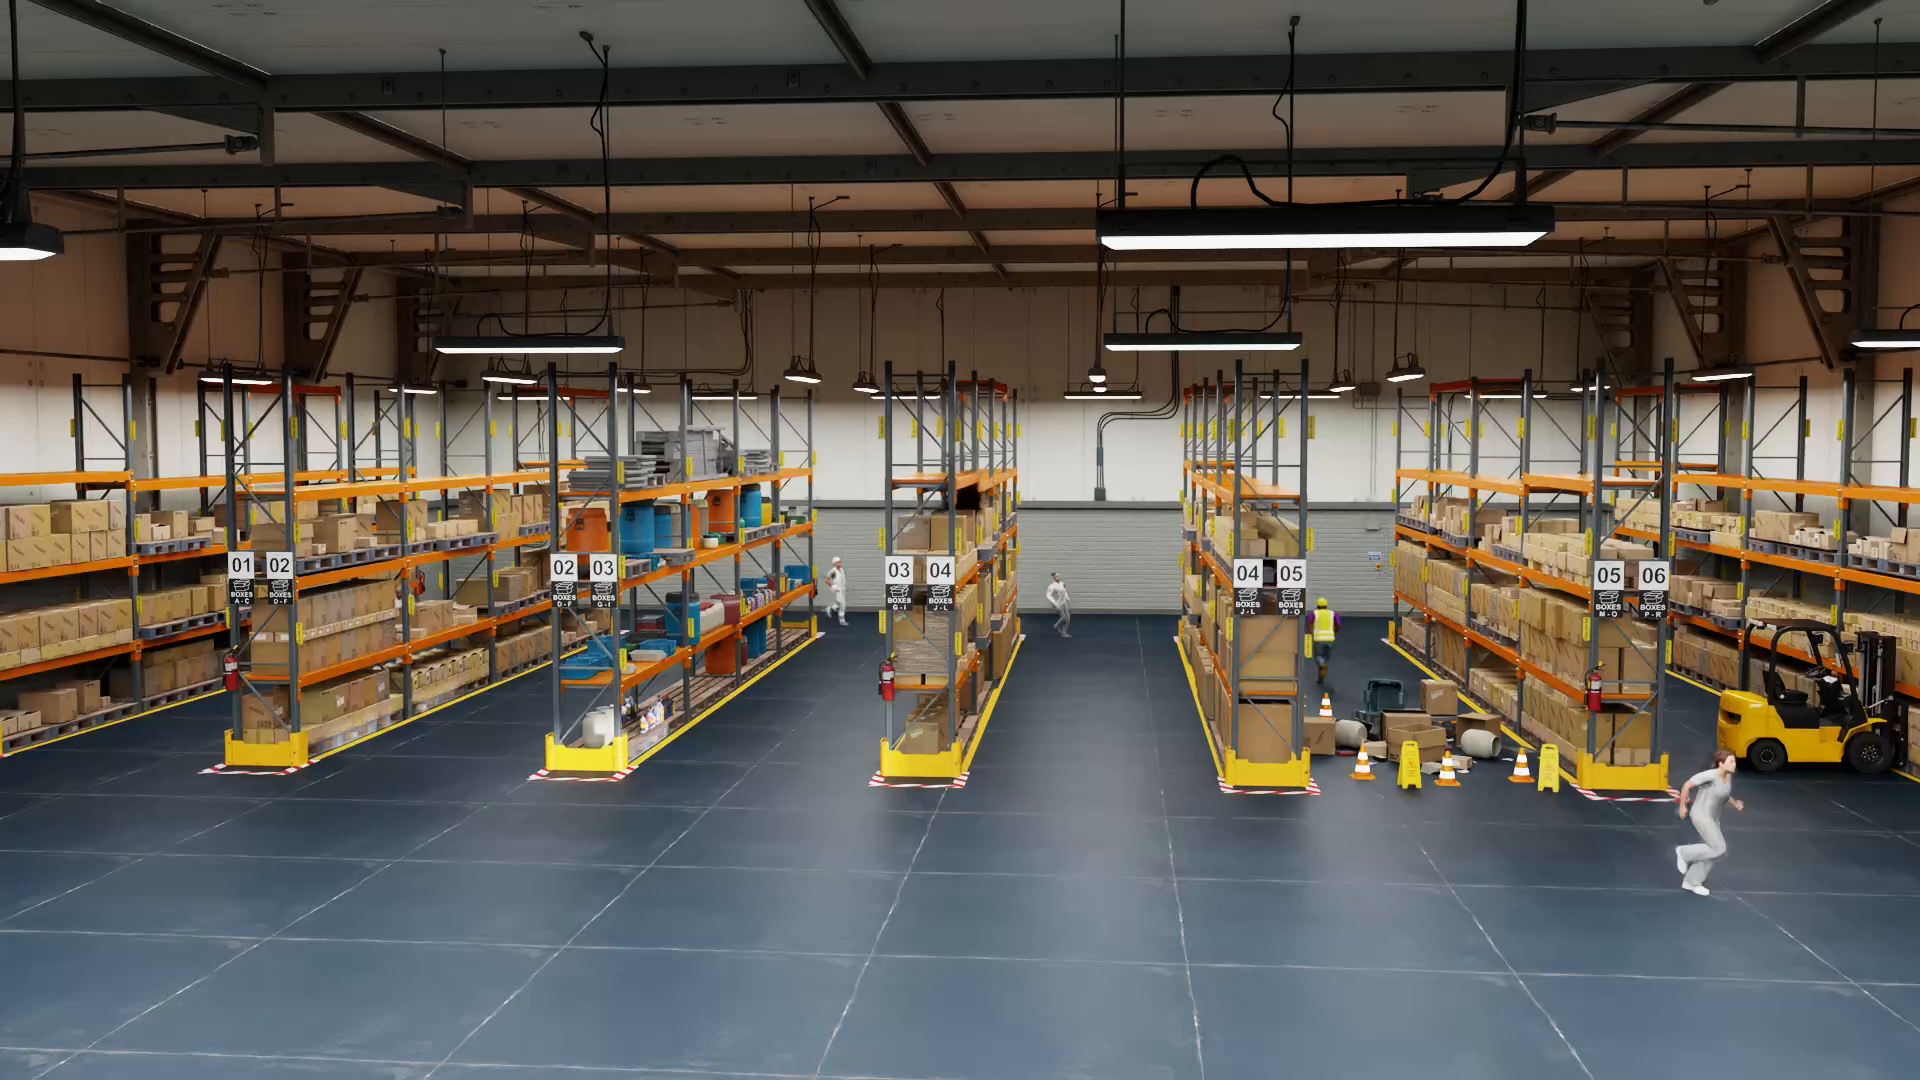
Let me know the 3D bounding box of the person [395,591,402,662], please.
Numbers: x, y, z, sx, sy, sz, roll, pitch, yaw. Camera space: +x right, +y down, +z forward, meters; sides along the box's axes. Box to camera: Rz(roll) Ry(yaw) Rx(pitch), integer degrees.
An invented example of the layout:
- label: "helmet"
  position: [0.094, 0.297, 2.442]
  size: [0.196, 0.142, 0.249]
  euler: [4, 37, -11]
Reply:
- label: "person"
  position: [-12.182, 1.828, 36.261]
  size: [0.592, 1.622, 0.762]
  euler: [0, 4, -4]

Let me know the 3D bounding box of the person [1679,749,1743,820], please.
- label: "person"
  position: [8.134, 2.637, 17.899]
  size: [0.553, 0.791, 0.578]
  euler: [-3, 5, -40]

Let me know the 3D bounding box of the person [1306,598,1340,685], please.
- label: "person"
  position: [7.156, 2.005, 32.773]
  size: [0.686, 1.703, 0.753]
  euler: [0, 4, 4]

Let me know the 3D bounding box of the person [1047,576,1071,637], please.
- label: "person"
  position: [2.402, 1.572, 40.232]
  size: [0.658, 1.587, 0.490]
  euler: [-3, 5, -39]

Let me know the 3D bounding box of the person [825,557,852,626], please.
- label: "person"
  position: [-3.195, 1.320, 42.833]
  size: [0.771, 1.762, 0.655]
  euler: [2, 4, 27]
